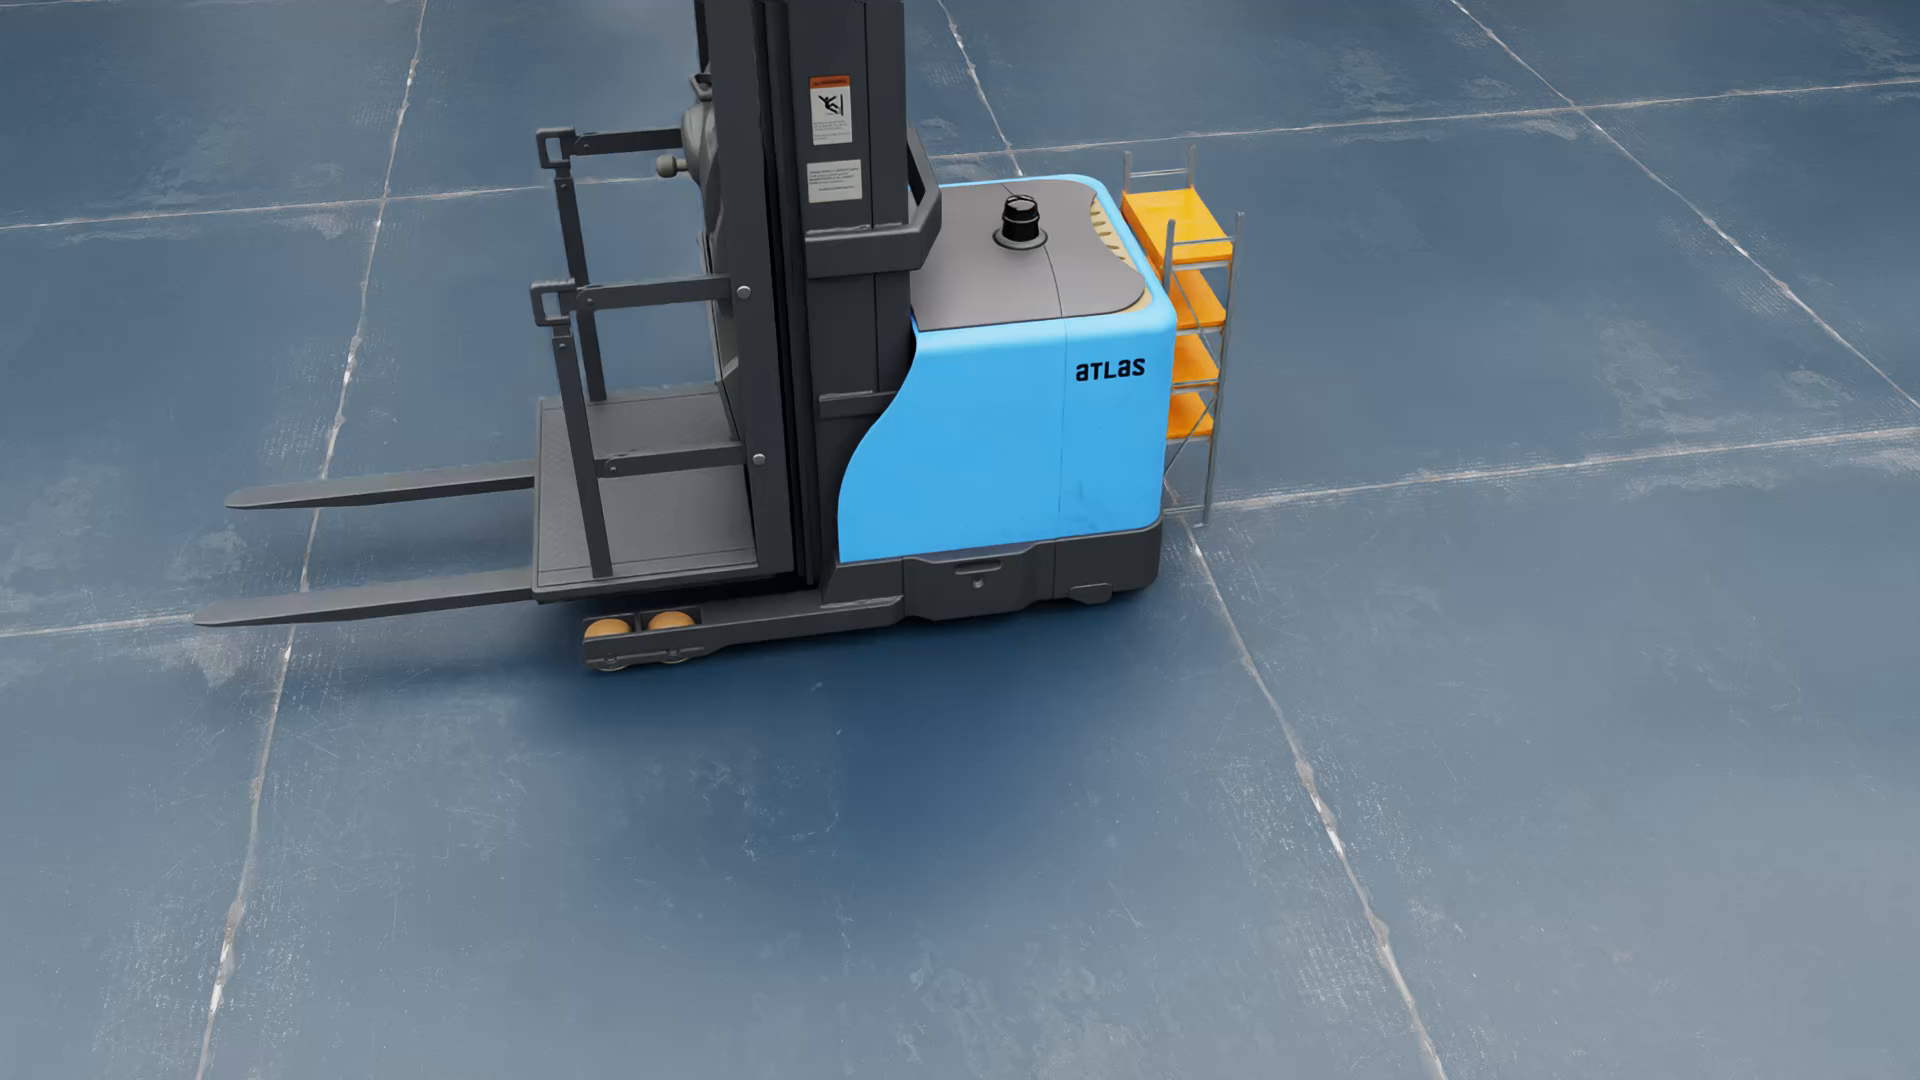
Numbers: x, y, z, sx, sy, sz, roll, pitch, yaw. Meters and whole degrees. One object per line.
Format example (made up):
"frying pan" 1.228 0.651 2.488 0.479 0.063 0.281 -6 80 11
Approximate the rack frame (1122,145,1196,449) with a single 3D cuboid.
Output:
"rack frame" 0.656 -0.804 5.807 0.240 1.200 0.015 -7 38 -9

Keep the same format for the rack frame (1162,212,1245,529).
"rack frame" 0.750 -0.510 5.429 0.240 1.200 0.015 -7 38 -9

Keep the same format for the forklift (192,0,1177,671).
"forklift" -0.911 -1.098 4.775 3.031 2.935 1.130 -6 38 -8

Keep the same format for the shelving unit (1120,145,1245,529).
"shelving unit" 0.703 -0.657 5.618 0.258 1.200 0.503 -7 38 -9

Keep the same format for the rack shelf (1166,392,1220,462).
"rack shelf" 0.703 -0.447 5.781 0.258 0.148 0.480 -7 38 -9

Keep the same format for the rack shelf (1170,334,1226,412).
"rack shelf" 0.703 -0.604 5.659 0.258 0.148 0.480 -7 38 -9

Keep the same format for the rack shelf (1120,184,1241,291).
"rack shelf" 0.703 -0.968 5.377 0.258 0.148 0.480 -7 38 -9

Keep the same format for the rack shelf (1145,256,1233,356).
"rack shelf" 0.703 -0.781 5.522 0.258 0.148 0.480 -7 38 -9
